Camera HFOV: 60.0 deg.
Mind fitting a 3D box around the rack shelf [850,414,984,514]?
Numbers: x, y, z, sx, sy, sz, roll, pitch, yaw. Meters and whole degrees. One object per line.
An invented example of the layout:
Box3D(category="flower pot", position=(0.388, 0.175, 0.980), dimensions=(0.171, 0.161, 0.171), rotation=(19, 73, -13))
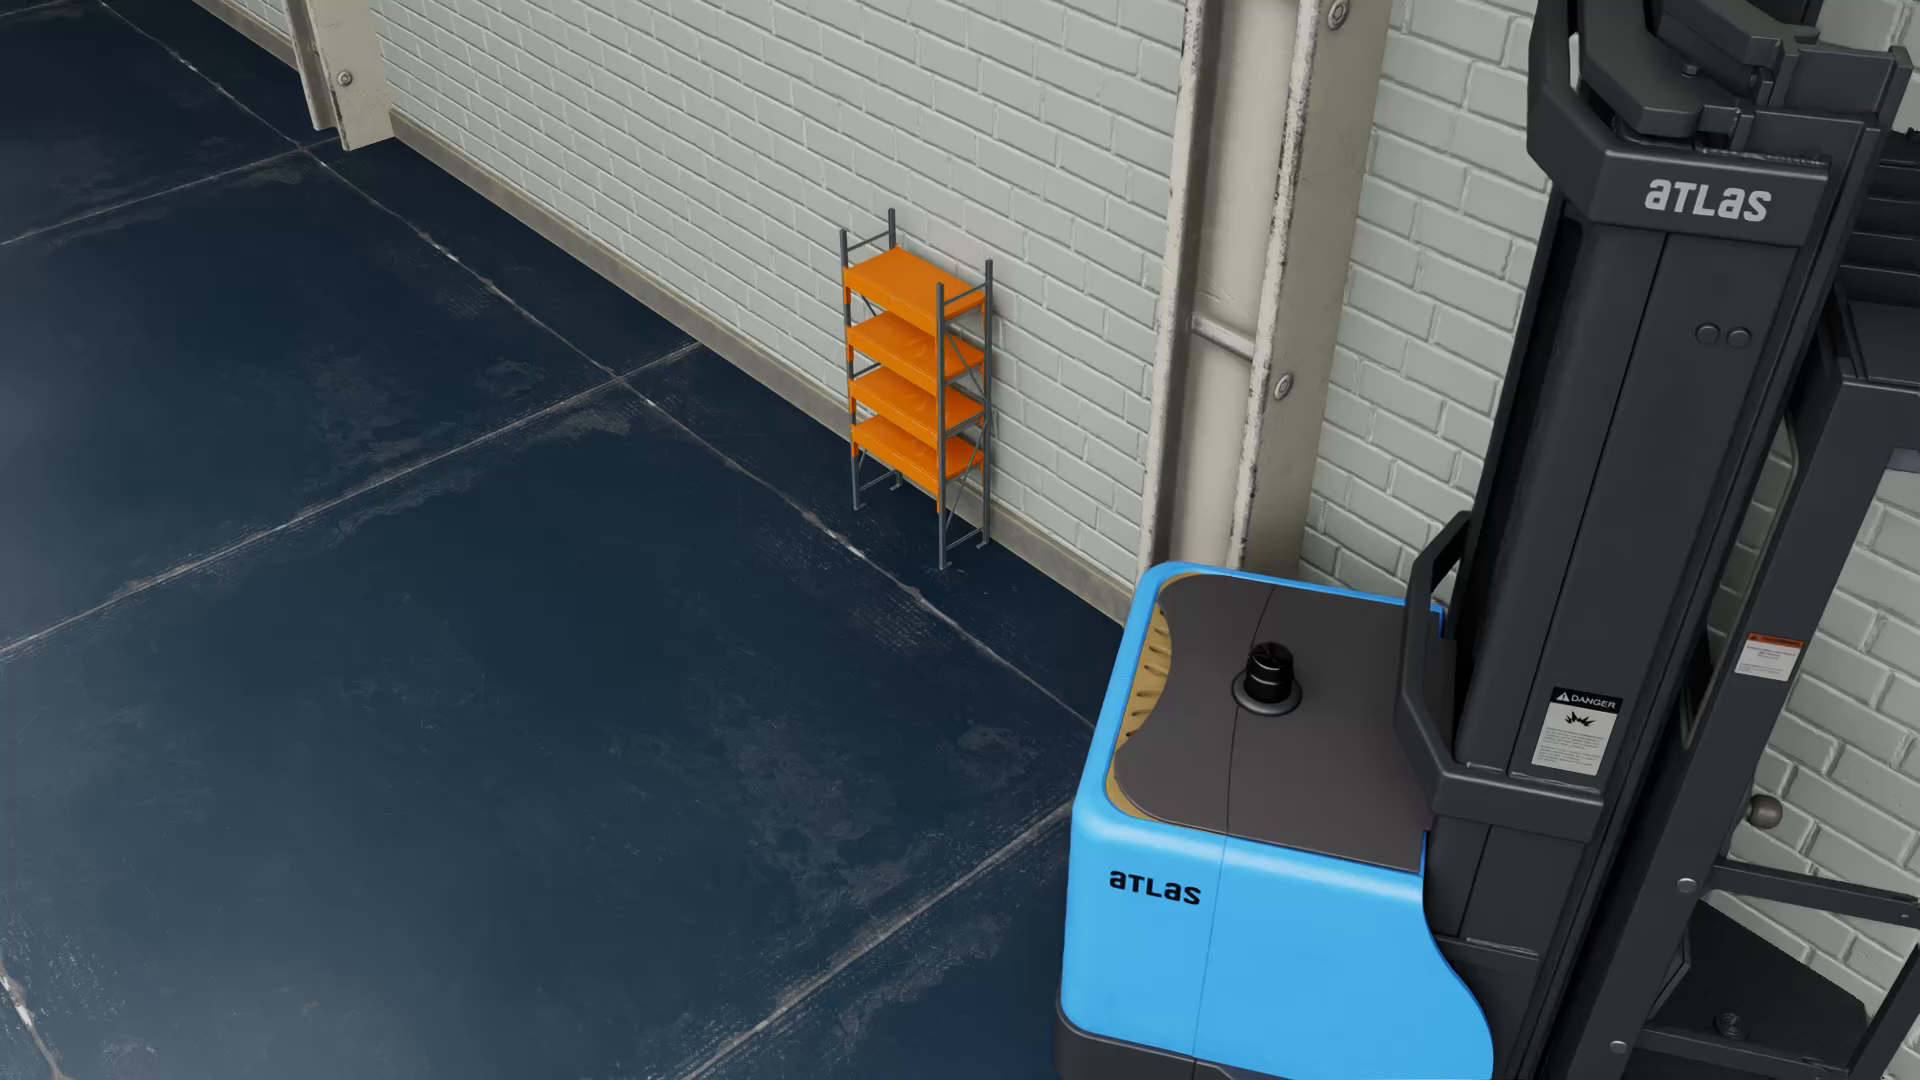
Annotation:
Box3D(category="rack shelf", position=(-0.150, -0.314, 6.106), dimensions=(0.258, 0.148, 0.480), rotation=(-30, 48, -32))

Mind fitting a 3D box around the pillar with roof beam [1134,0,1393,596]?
Box3D(category="pillar with roof beam", position=(-2.375, -1.107, 0.459), dimensions=(9.100, 9.000, 0.400), rotation=(-30, 48, -32))

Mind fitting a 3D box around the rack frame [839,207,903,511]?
Box3D(category="rack frame", position=(-0.317, -0.633, 6.078), dimensions=(0.240, 1.200, 0.015), rotation=(-30, 48, -32))

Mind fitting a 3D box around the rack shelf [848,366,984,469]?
Box3D(category="rack shelf", position=(-0.150, -0.468, 5.982), dimensions=(0.258, 0.148, 0.480), rotation=(-30, 48, -32))

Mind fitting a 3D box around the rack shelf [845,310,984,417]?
Box3D(category="rack shelf", position=(-0.150, -0.642, 5.841), dimensions=(0.258, 0.148, 0.480), rotation=(-30, 48, -32))

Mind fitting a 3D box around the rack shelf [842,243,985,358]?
Box3D(category="rack shelf", position=(-0.150, -0.826, 5.692), dimensions=(0.258, 0.148, 0.480), rotation=(-30, 48, -32))

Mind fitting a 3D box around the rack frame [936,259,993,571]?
Box3D(category="rack frame", position=(0.017, -0.409, 5.801), dimensions=(0.240, 1.200, 0.015), rotation=(-30, 48, -32))

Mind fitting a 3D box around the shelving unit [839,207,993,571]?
Box3D(category="shelving unit", position=(-0.150, -0.521, 5.939), dimensions=(0.258, 1.200, 0.503), rotation=(-30, 48, -32))

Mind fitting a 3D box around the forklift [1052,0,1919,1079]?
Box3D(category="forklift", position=(1.820, 0.274, 3.578), dimensions=(3.031, 2.935, 1.130), rotation=(10, 40, 12))

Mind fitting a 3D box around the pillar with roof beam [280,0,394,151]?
Box3D(category="pillar with roof beam", position=(-6.433, -3.884, 3.897), dimensions=(9.100, 9.000, 0.400), rotation=(-30, 48, -32))
